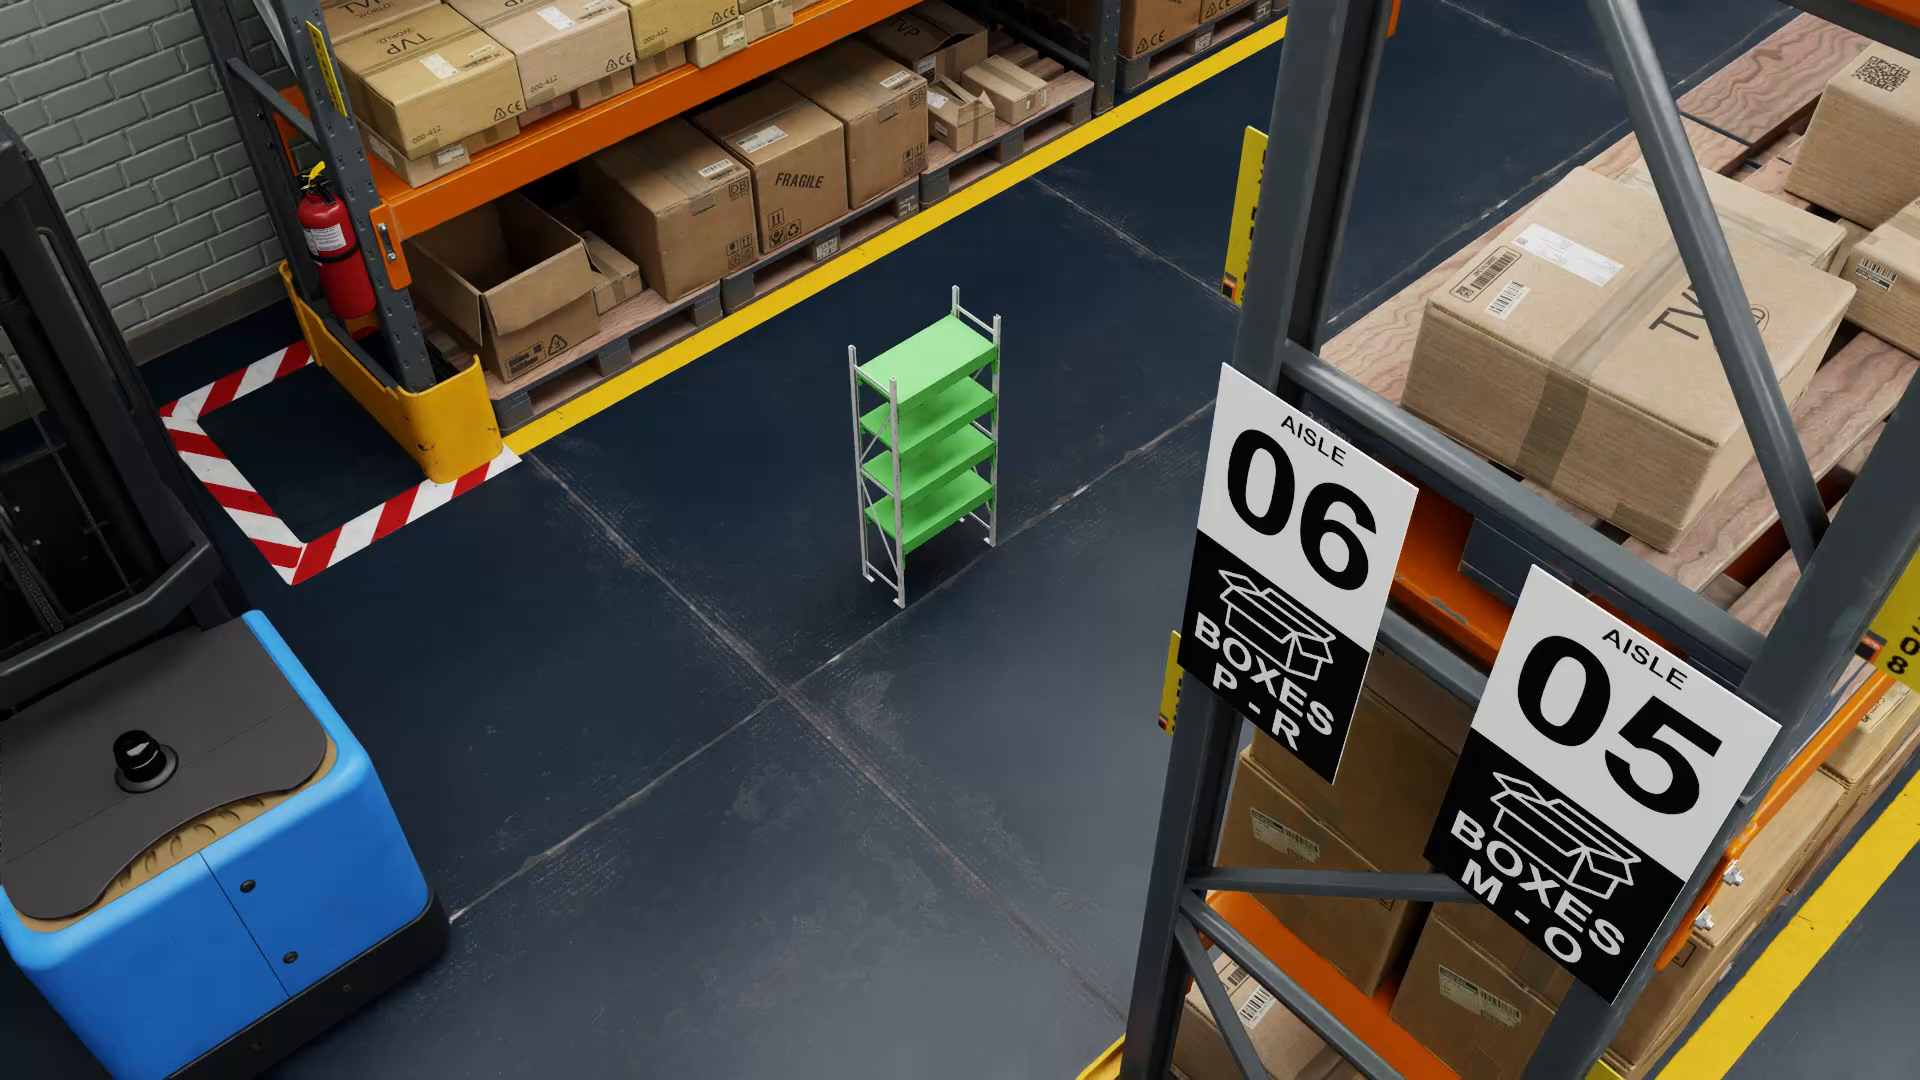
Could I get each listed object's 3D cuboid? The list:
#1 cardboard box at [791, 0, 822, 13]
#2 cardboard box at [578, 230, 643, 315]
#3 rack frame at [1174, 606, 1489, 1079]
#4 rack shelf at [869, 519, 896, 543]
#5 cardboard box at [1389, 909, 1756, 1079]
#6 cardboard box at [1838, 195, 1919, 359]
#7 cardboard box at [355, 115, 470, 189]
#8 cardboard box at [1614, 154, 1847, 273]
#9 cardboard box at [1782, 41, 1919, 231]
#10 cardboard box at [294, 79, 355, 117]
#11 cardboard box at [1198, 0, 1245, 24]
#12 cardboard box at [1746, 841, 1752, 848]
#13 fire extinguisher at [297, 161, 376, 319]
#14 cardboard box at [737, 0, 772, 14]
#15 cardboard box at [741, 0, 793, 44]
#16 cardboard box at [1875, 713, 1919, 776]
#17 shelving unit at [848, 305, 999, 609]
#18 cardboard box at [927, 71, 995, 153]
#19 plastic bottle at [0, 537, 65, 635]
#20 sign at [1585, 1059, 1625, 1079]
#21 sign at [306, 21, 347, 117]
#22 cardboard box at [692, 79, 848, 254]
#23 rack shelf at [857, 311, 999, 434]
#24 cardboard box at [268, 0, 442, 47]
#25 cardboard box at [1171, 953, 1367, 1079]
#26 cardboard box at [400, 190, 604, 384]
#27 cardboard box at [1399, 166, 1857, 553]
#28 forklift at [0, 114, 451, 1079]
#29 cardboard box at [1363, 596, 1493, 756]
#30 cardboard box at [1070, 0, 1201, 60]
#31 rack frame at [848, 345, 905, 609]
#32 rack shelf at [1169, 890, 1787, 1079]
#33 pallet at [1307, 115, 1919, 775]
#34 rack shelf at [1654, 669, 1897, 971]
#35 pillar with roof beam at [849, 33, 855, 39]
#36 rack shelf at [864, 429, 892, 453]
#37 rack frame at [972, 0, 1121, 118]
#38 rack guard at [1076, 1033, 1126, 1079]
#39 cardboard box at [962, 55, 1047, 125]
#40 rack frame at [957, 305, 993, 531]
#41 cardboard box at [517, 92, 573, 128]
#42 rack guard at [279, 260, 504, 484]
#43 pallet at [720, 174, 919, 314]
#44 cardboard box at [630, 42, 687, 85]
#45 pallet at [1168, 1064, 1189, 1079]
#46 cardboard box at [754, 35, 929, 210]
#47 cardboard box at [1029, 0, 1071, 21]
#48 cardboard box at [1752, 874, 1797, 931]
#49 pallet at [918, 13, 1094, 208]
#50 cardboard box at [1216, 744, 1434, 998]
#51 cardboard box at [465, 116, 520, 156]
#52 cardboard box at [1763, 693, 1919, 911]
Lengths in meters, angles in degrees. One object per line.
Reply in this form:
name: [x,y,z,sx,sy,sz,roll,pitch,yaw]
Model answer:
cardboard box: [-0.777,-2.443,7.188,0.250,0.149,0.380,-34,56,-27]
cardboard box: [-1.660,-1.214,7.537,0.250,0.149,0.380,-36,57,-28]
rack frame: [0.823,1.096,3.751,0.053,2.616,0.949,-34,56,-27]
rack shelf: [-0.122,-0.138,6.489,0.442,0.029,0.199,-34,56,-27]
cardboard box: [1.374,0.983,3.787,0.500,0.500,0.500,-34,56,-27]
cardboard box: [1.785,-0.423,2.929,0.250,0.149,0.380,-32,55,-26]
cardboard box: [-2.089,-1.527,6.342,0.250,0.149,0.380,-34,56,-27]
cardboard box: [1.354,-0.532,3.030,0.380,0.149,0.250,35,56,28]
cardboard box: [1.967,-0.778,3.146,0.500,0.311,0.500,-33,55,-27]
cardboard box: [-2.452,-1.824,6.616,0.250,0.149,0.380,-34,56,-28]
cardboard box: [1.340,-3.257,9.182,0.500,0.500,0.500,-34,56,-28]
cardboard box: [1.275,0.480,3.129,0.250,0.149,0.380,-33,55,-26]
fire extinguisher: [-2.314,-1.122,6.104,0.183,0.674,0.296,-34,56,-27]
cardboard box: [-0.890,-2.493,6.962,0.500,0.250,0.500,-35,56,-28]
cardboard box: [-0.921,-2.278,7.035,0.250,0.149,0.380,-33,55,-26]
cardboard box: [2.126,0.125,3.899,0.500,0.500,0.500,-34,56,-27]
shelving unit: [7.177,1.156,4.921,8.595,1.200,13.061,-34,56,-27]
cardboard box: [-0.036,-2.180,8.349,0.258,0.266,0.396,-32,55,-26]
plastic bottle: [8.986,1.546,4.188,19.145,1.306,14.124,35,56,28]
sign: [1.195,1.083,3.121,0.005,0.325,0.100,-34,56,-27]
sign: [-2.151,-1.598,5.647,0.005,0.325,0.100,-34,56,-27]
cardboard box: [-0.883,-1.753,7.795,0.500,0.500,0.500,-33,55,-27]
rack shelf: [-0.122,-0.607,5.981,0.480,0.148,0.258,-34,56,-27]
cardboard box: [-2.355,-2.021,6.527,0.500,0.250,0.500,-32,55,-26]
cardboard box: [1.247,1.444,4.888,0.875,0.438,0.875,-36,57,-28]
cardboard box: [-2.000,-1.146,7.232,0.637,0.503,0.797,-36,57,-28]
cardboard box: [1.098,-0.316,2.761,0.500,0.250,0.500,34,56,27]
forklift: [0.067,1.636,3.359,2.598,2.843,10.829,-32,55,-26]
cardboard box: [0.956,0.219,3.371,0.250,0.149,0.380,-33,55,-27]
cardboard box: [0.952,-2.988,8.935,0.500,0.500,0.500,-31,55,-26]
rack frame: [-0.303,-0.204,6.175,0.015,1.200,0.240,-34,56,-27]
rack shelf: [2.305,0.353,4.926,4.000,0.370,1.077,-34,56,-27]
pallet: [1.368,-0.261,3.023,1.213,0.211,1.003,-34,56,-27]
rack shelf: [5.639,2.539,1.888,4.000,1.870,10.987,-34,56,-27]
pillar with roof beam: [2.218,-3.416,3.832,0.400,9.000,9.100,-34,56,-27]
rack shelf: [-0.122,-0.464,6.136,0.442,0.029,0.199,-34,56,-27]
rack frame: [0.443,-3.577,8.063,0.127,3.000,1.000,-34,56,-27]
rack guard: [0.808,1.958,4.657,0.348,0.500,1.175,-34,56,-27]
cardboard box: [0.229,-2.317,8.554,0.250,0.149,0.380,-35,56,-28]
rack frame: [0.058,-0.446,6.398,0.006,1.046,0.228,-34,56,-27]
cardboard box: [-1.760,-1.827,6.619,0.250,0.149,0.380,-34,56,-28]
rack guard: [-2.460,-0.789,7.191,0.348,0.500,1.175,-34,56,-27]
pallet: [-0.969,-1.686,8.215,1.213,0.211,1.003,-34,56,-27]
cardboard box: [-1.340,-2.053,6.827,0.250,0.149,0.380,-33,55,-27]
pallet: [1.365,1.606,5.178,1.213,0.211,1.003,-34,56,-27]
cardboard box: [-0.573,-2.059,8.078,0.500,0.500,0.700,-36,57,-28]
cardboard box: [0.904,-3.513,9.317,1.298,0.649,0.516,-32,55,-26]
cardboard box: [1.729,0.718,4.032,0.500,0.500,0.500,-35,56,-28]
pallet: [-0.066,-2.292,8.775,1.213,0.211,1.003,-34,56,-27]
cardboard box: [1.004,0.682,4.065,0.500,0.500,0.500,-33,56,-27]
cardboard box: [-1.932,-1.678,6.482,0.250,0.149,0.380,-32,55,-26]
cardboard box: [1.750,0.384,3.660,0.500,0.500,0.500,-35,56,-28]
